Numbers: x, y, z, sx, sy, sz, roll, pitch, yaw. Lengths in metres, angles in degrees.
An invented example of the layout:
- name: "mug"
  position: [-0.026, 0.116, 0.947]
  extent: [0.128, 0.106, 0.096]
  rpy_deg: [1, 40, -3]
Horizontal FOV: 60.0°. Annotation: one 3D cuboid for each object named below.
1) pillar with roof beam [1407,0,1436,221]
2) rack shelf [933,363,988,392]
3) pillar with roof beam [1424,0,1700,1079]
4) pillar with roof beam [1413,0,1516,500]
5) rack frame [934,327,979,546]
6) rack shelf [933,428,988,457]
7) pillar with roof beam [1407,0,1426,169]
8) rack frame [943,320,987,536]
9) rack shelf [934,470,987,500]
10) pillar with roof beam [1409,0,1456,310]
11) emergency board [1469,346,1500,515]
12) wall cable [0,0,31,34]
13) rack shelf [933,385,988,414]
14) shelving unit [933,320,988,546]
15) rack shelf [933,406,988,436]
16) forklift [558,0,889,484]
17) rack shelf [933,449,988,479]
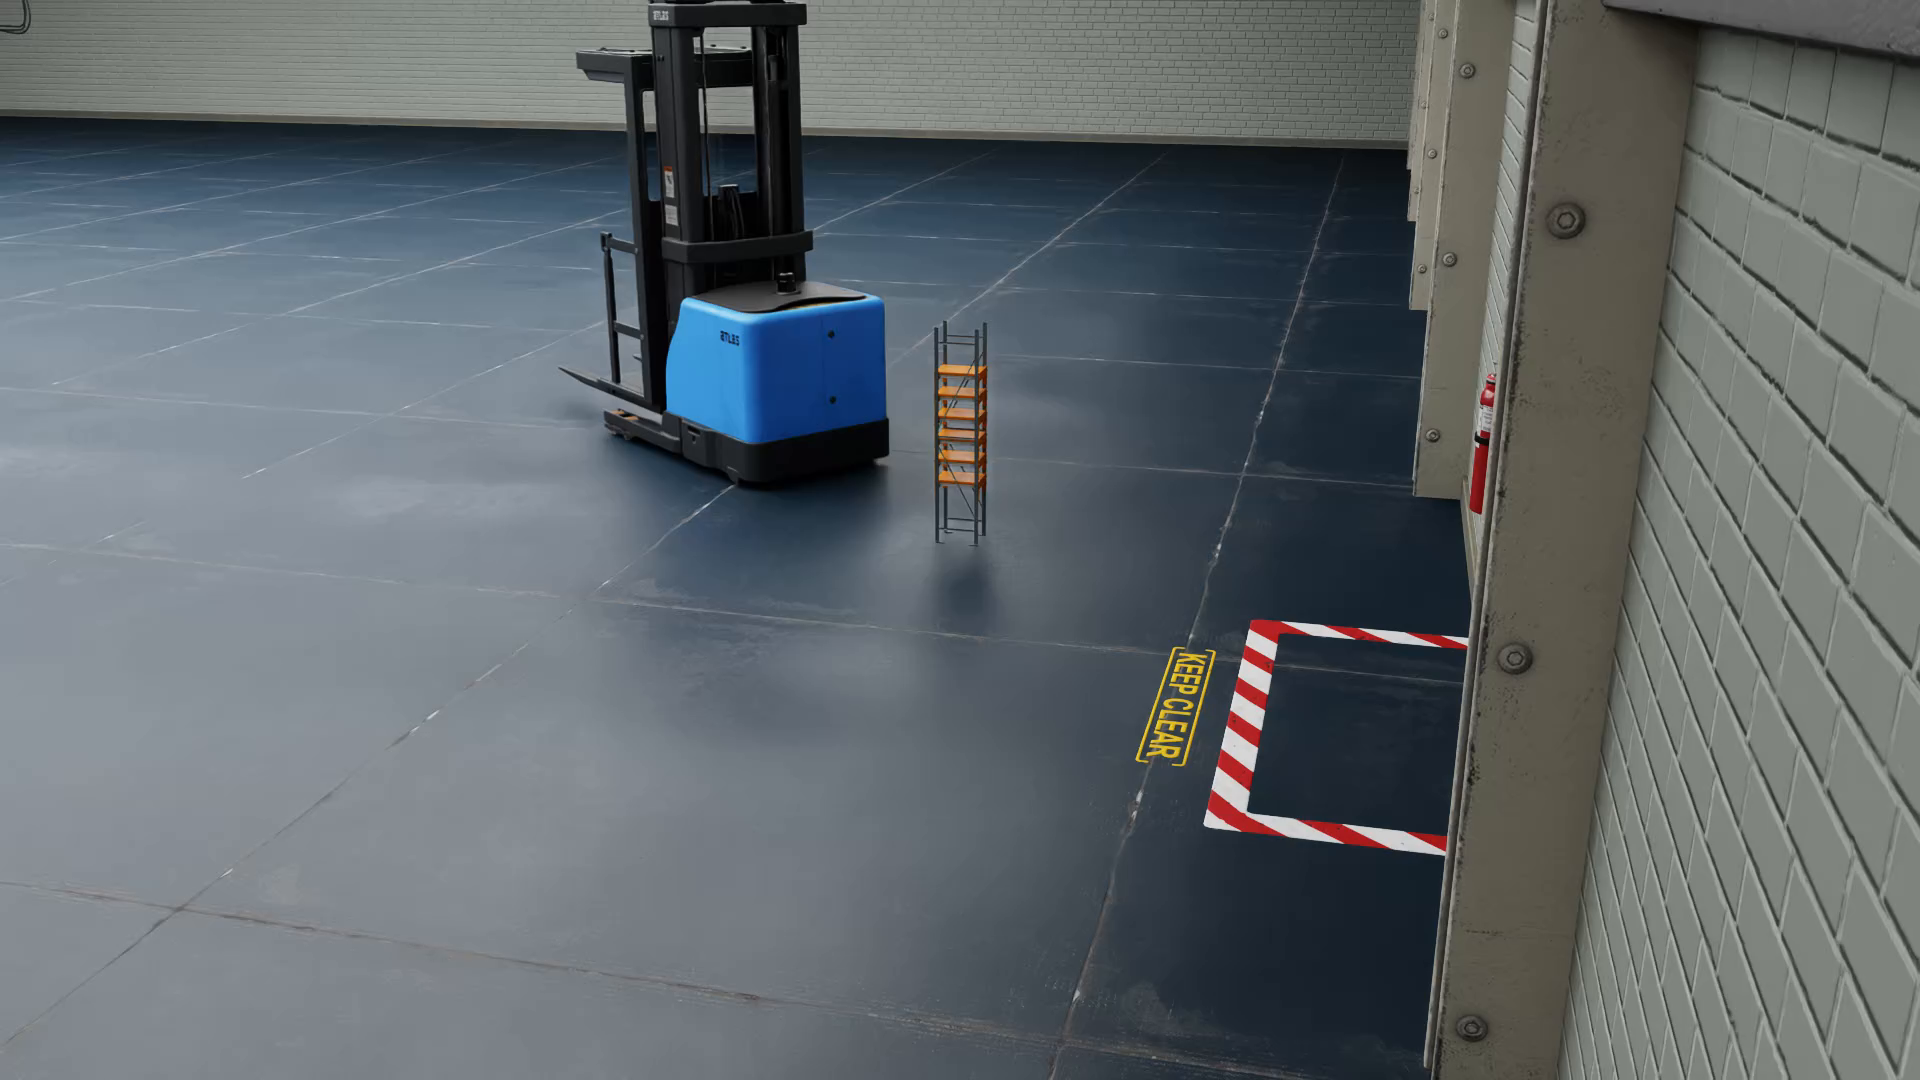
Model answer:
- name: "pillar with roof beam"
  position: [1.668, -8.672, 20.655]
  extent: [9.100, 9.000, 0.400]
  rpy_deg: [5, 19, 13]
- name: "rack shelf"
  position: [0.004, -0.871, 8.905]
  extent: [0.258, 0.103, 0.180]
  rpy_deg: [5, 19, 13]
- name: "pillar with roof beam"
  position: [-2.730, -3.030, 4.137]
  extent: [9.100, 9.000, 0.400]
  rpy_deg: [5, 19, 13]
- name: "pillar with roof beam"
  position: [-1.264, -4.911, 9.643]
  extent: [9.100, 9.000, 0.400]
  rpy_deg: [5, 19, 13]
- name: "rack frame"
  position: [-0.019, -0.544, 8.923]
  extent: [0.240, 1.200, 0.006]
  rpy_deg: [5, 19, 13]
- name: "rack shelf"
  position: [0.004, -0.530, 9.021]
  extent: [0.258, 0.103, 0.180]
  rpy_deg: [5, 19, 13]
- name: "pillar with roof beam"
  position: [3.134, -10.553, 26.161]
  extent: [9.100, 9.000, 0.400]
  rpy_deg: [5, 19, 13]
- name: "rack frame"
  position: [0.026, -0.601, 9.091]
  extent: [0.240, 1.200, 0.006]
  rpy_deg: [5, 19, 13]
- name: "rack shelf"
  position: [0.004, -0.303, 9.099]
  extent: [0.258, 0.103, 0.180]
  rpy_deg: [5, 19, 13]
- name: "pillar with roof beam"
  position: [0.202, -6.791, 15.149]
  extent: [9.100, 9.000, 0.400]
  rpy_deg: [5, 19, 13]
- name: "emergency board"
  position: [2.085, -0.623, 6.370]
  extent: [0.194, 1.169, 0.643]
  rpy_deg: [5, 19, 13]
- name: "wall cable"
  position: [-21.235, -12.050, 35.348]
  extent: [3.097, 2.526, 0.112]
  rpy_deg: [5, 19, 13]
- name: "rack shelf"
  position: [0.004, -0.757, 8.944]
  extent: [0.258, 0.103, 0.180]
  rpy_deg: [5, 19, 13]
- name: "shelving unit"
  position: [0.004, -0.572, 9.007]
  extent: [0.258, 1.200, 0.189]
  rpy_deg: [5, 19, 13]
- name: "rack shelf"
  position: [0.004, -0.644, 8.982]
  extent: [0.258, 0.103, 0.180]
  rpy_deg: [5, 19, 13]
- name: "forklift"
  position: [-1.757, -2.138, 10.914]
  extent: [1.130, 2.935, 3.031]
  rpy_deg: [-14, 24, -36]
- name: "rack shelf"
  position: [0.004, -0.417, 9.060]
  extent: [0.258, 0.103, 0.180]
  rpy_deg: [5, 19, 13]
